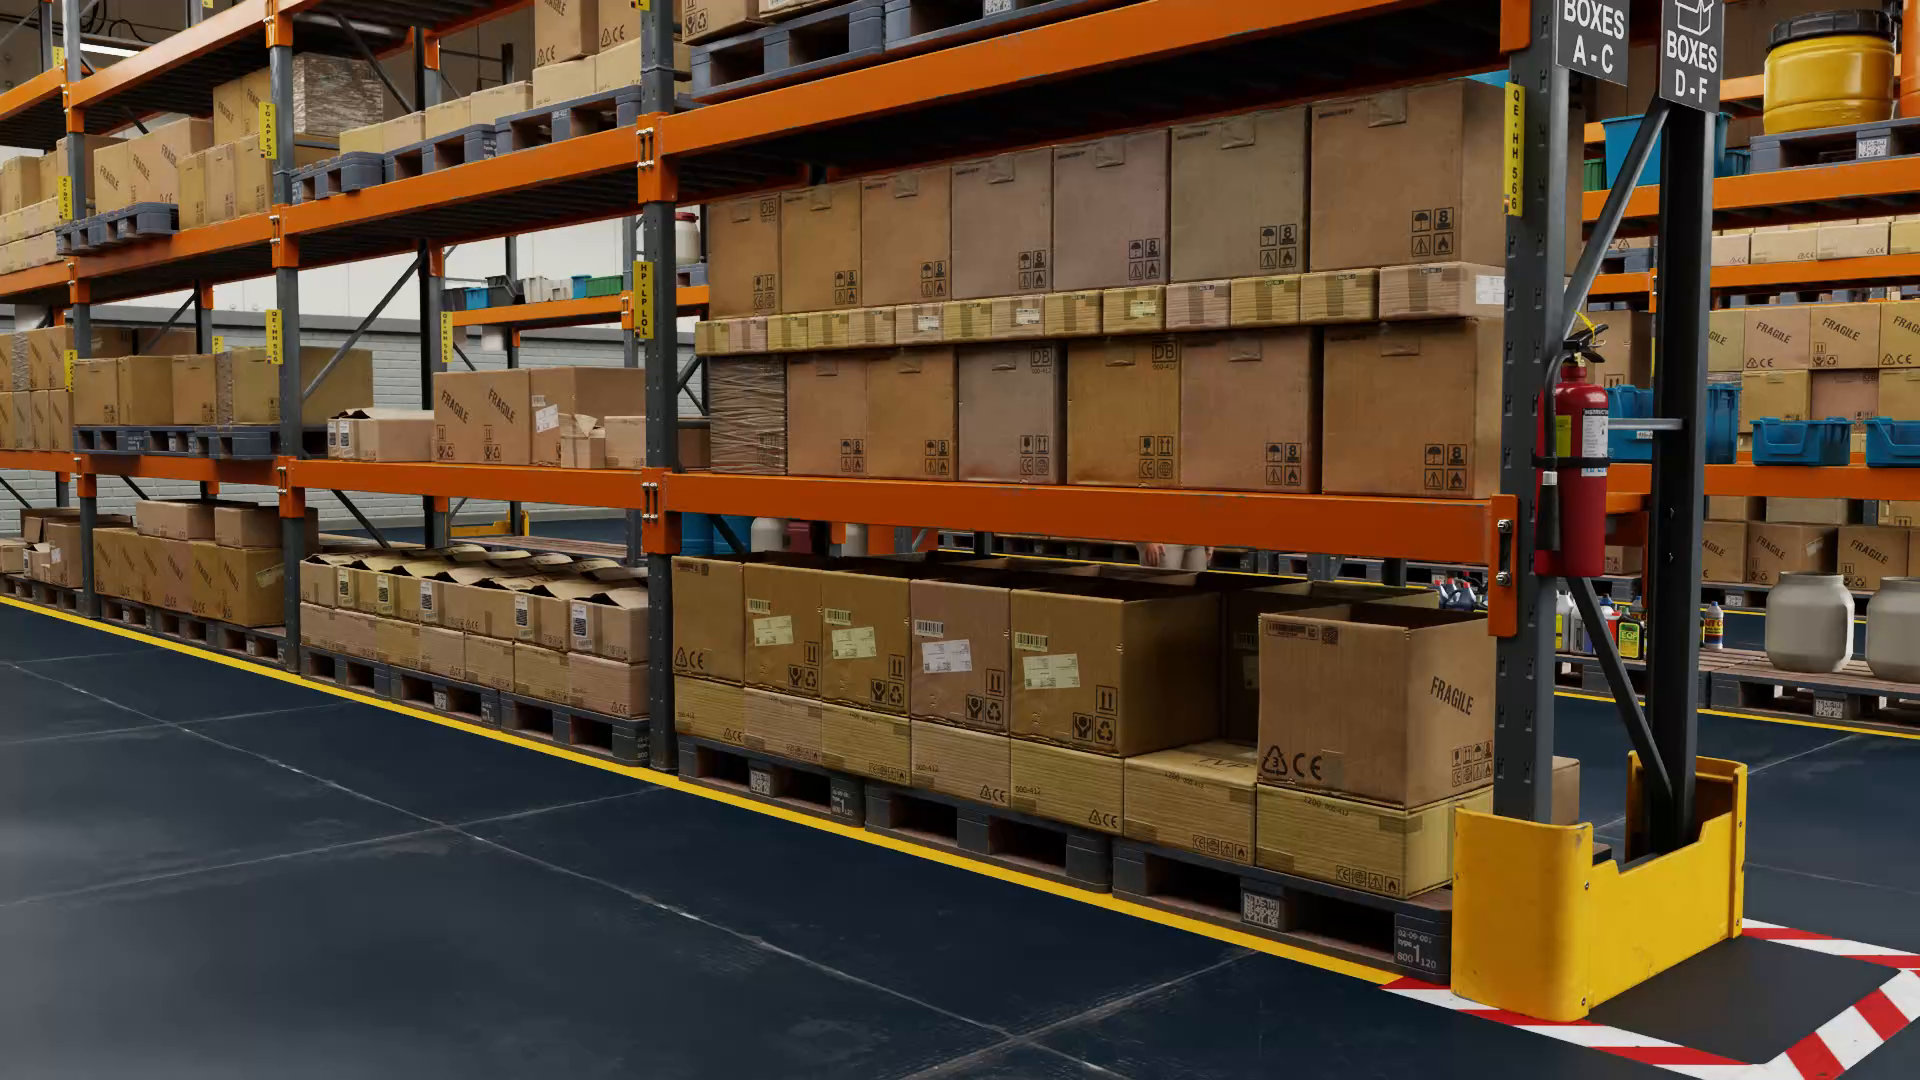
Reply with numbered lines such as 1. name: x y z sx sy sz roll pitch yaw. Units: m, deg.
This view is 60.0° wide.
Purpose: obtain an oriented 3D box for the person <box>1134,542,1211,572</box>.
1. person: 1.219 -0.004 9.442 0.585 1.726 0.396 -4 5 -44
